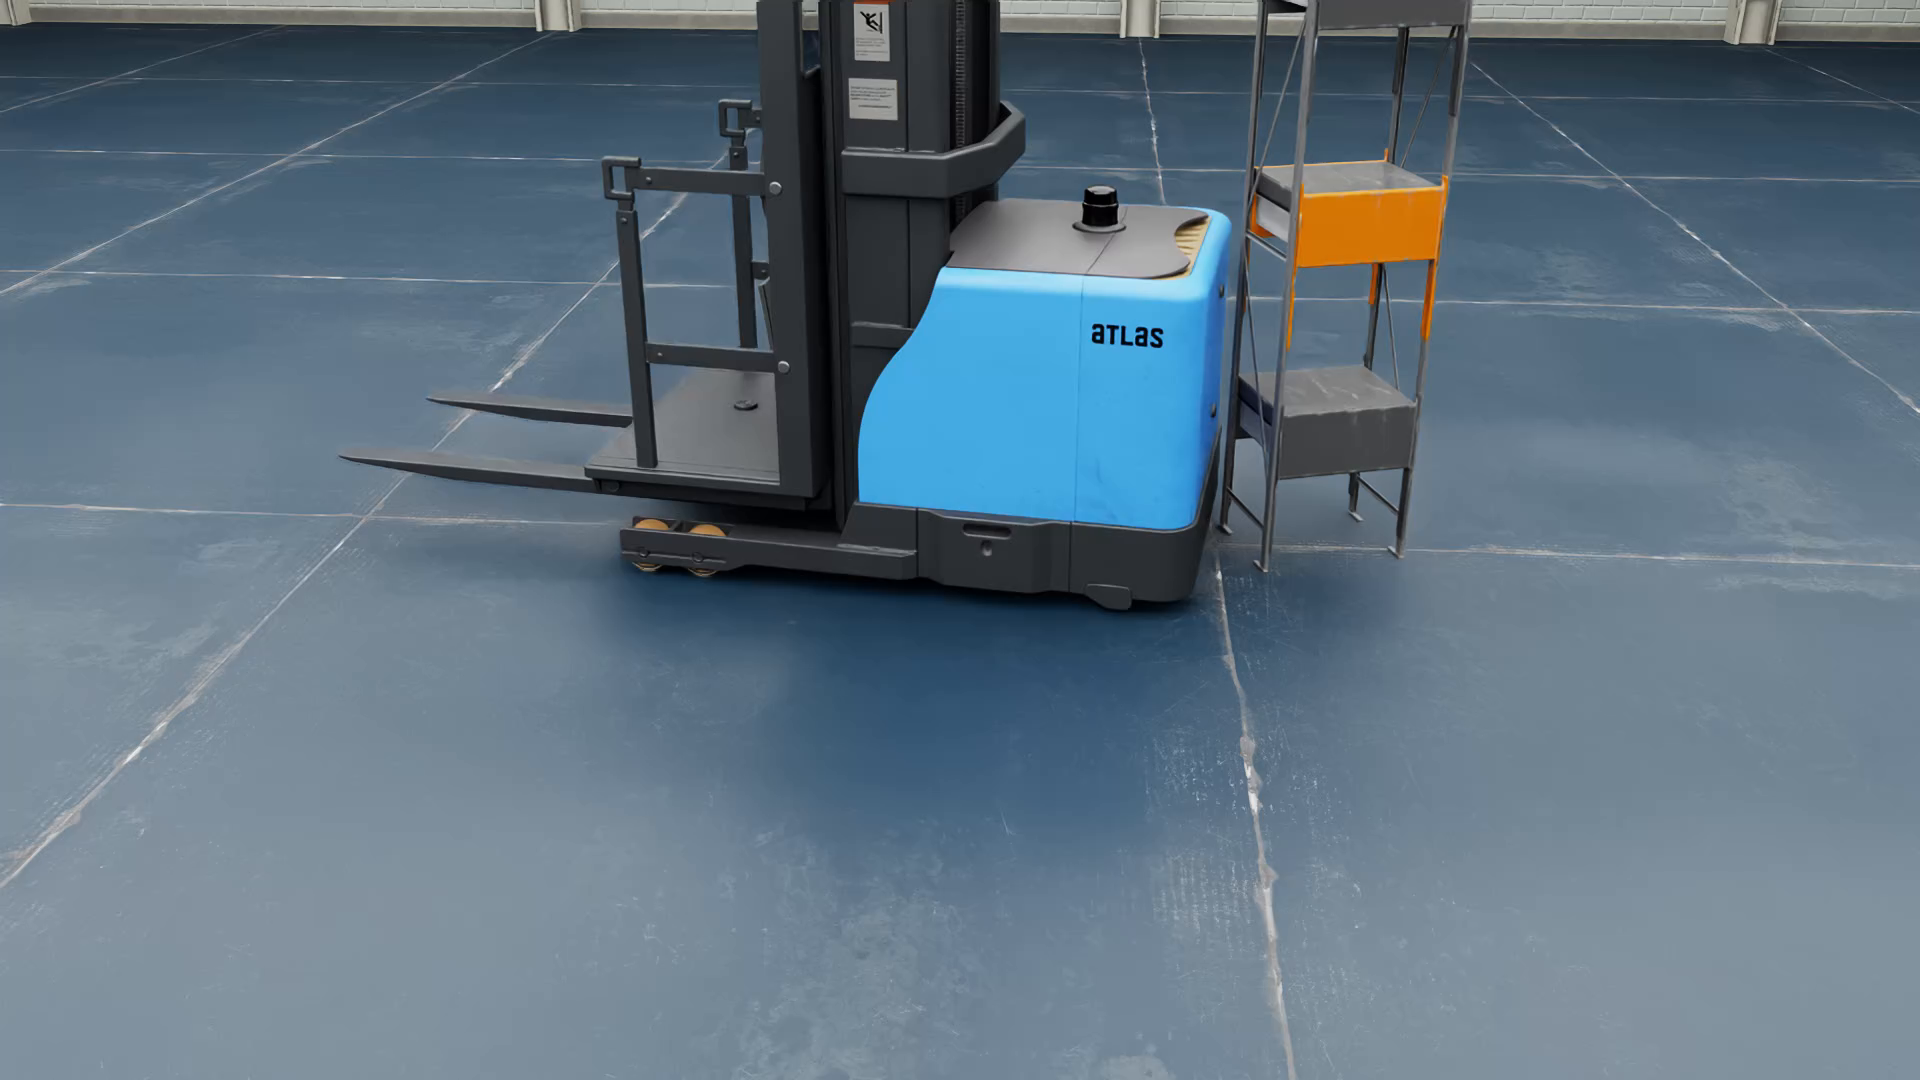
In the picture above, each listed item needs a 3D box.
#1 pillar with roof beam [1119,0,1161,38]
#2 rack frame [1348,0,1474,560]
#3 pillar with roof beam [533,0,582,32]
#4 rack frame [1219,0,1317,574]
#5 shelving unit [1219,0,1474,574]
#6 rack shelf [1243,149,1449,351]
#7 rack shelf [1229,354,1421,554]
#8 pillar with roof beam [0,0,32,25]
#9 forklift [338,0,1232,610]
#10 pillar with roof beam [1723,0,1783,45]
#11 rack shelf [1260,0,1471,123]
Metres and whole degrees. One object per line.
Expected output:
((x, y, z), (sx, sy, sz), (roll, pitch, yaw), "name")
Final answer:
((1.489, -7.414, 11.098), (0.400, 9.000, 9.100), (2, 25, 4), "pillar with roof beam")
((1.443, -0.967, 5.336), (0.015, 2.100, 0.400), (-6, 26, -12), "rack frame")
((-4.493, -7.606, 11.515), (0.400, 9.000, 9.100), (2, 25, 4), "pillar with roof beam")
((0.967, -0.921, 5.236), (0.015, 2.100, 0.400), (-6, 26, -12), "rack frame")
((1.205, -0.944, 5.286), (0.503, 2.100, 0.431), (-6, 26, -12), "shelving unit")
((1.205, -0.931, 5.292), (0.480, 0.518, 0.431), (-6, 26, -12), "rack shelf")
((1.204, -0.297, 5.588), (0.480, 0.518, 0.431), (-6, 26, -12), "rack shelf")
((-10.475, -7.798, 11.932), (0.400, 9.000, 9.100), (2, 25, 4), "pillar with roof beam")
((-0.646, -1.421, 5.332), (3.031, 2.935, 1.130), (6, 25, 12), "forklift")
((7.472, -7.222, 10.681), (0.400, 9.000, 9.100), (2, 25, 4), "pillar with roof beam")
((1.206, -1.566, 4.996), (0.480, 0.518, 0.431), (-6, 26, -12), "rack shelf")
